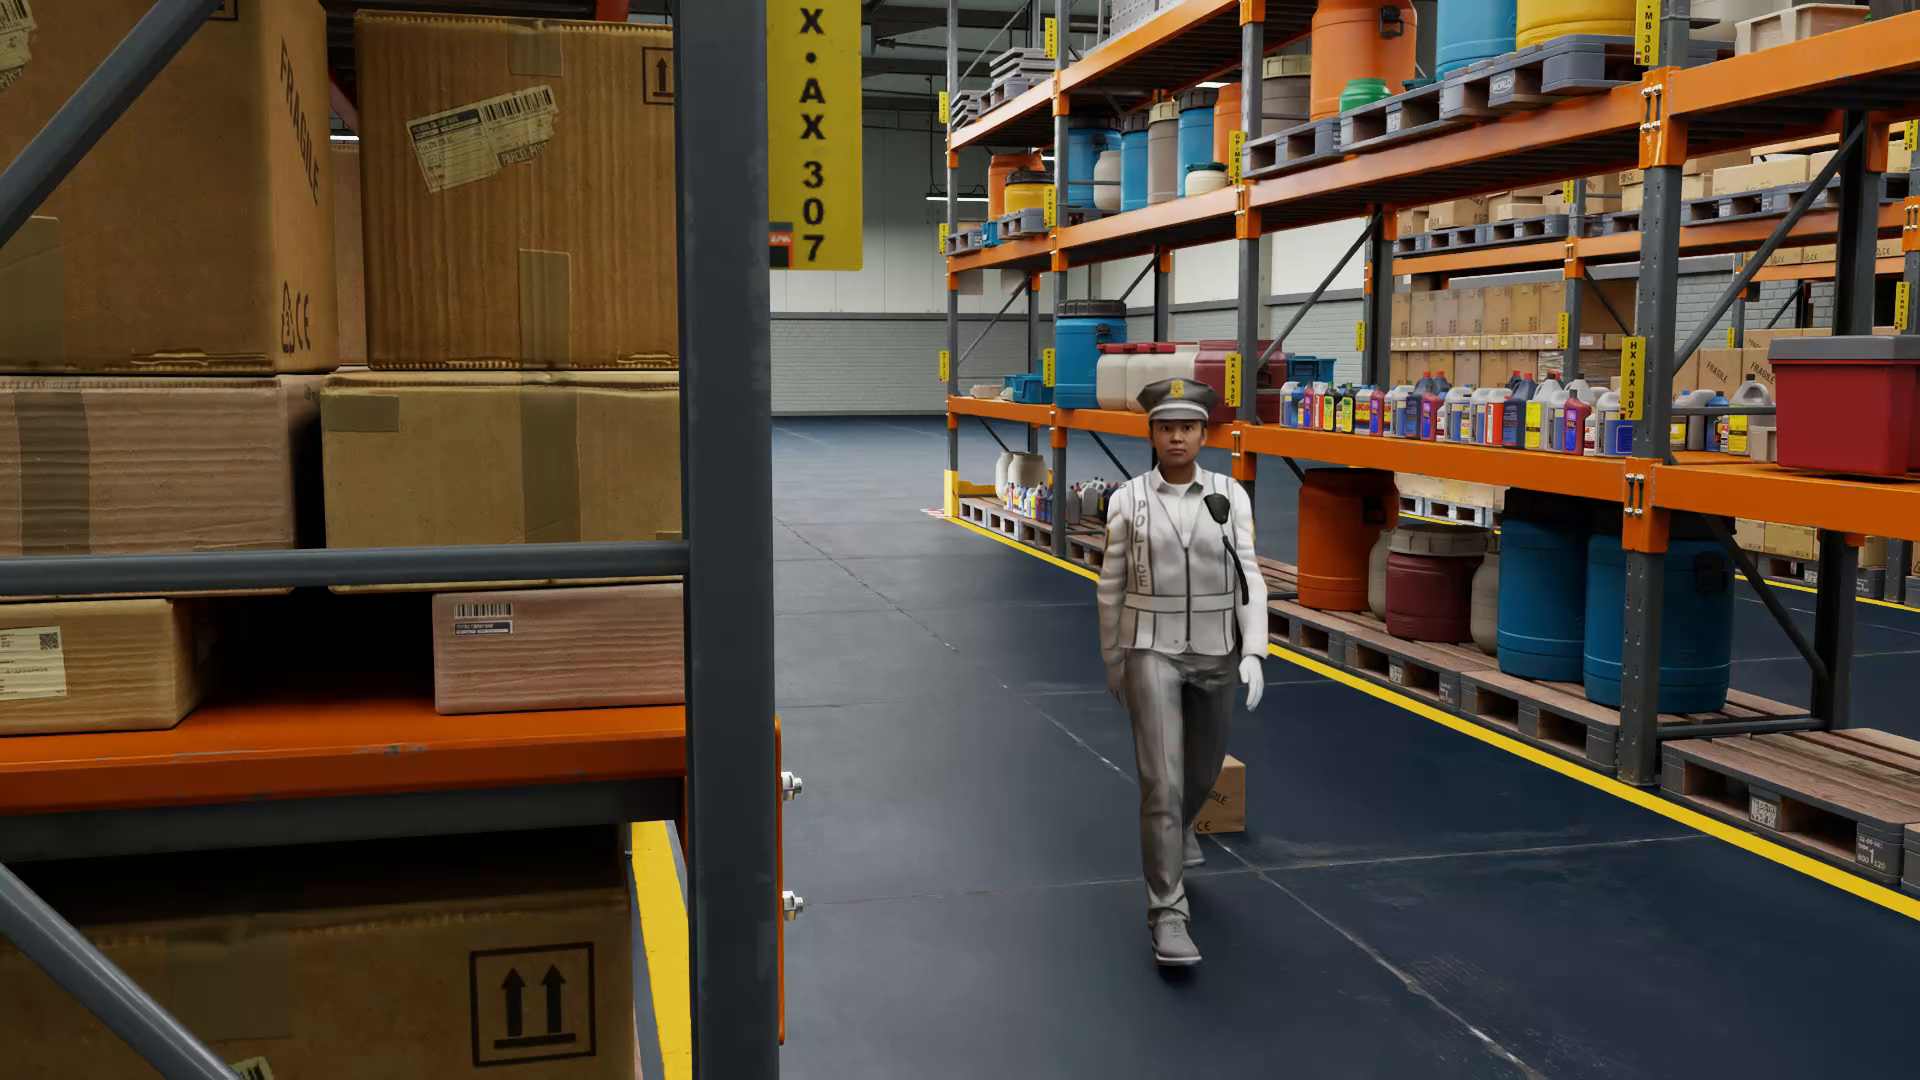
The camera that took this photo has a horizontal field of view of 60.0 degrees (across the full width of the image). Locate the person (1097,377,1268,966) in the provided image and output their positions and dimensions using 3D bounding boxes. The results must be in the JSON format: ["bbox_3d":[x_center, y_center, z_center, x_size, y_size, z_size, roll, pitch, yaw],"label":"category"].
[{"bbox_3d":[0.662,0.334,4.963,0.479,1.637,0.990,-1,6,-5],"label":"person"}]
